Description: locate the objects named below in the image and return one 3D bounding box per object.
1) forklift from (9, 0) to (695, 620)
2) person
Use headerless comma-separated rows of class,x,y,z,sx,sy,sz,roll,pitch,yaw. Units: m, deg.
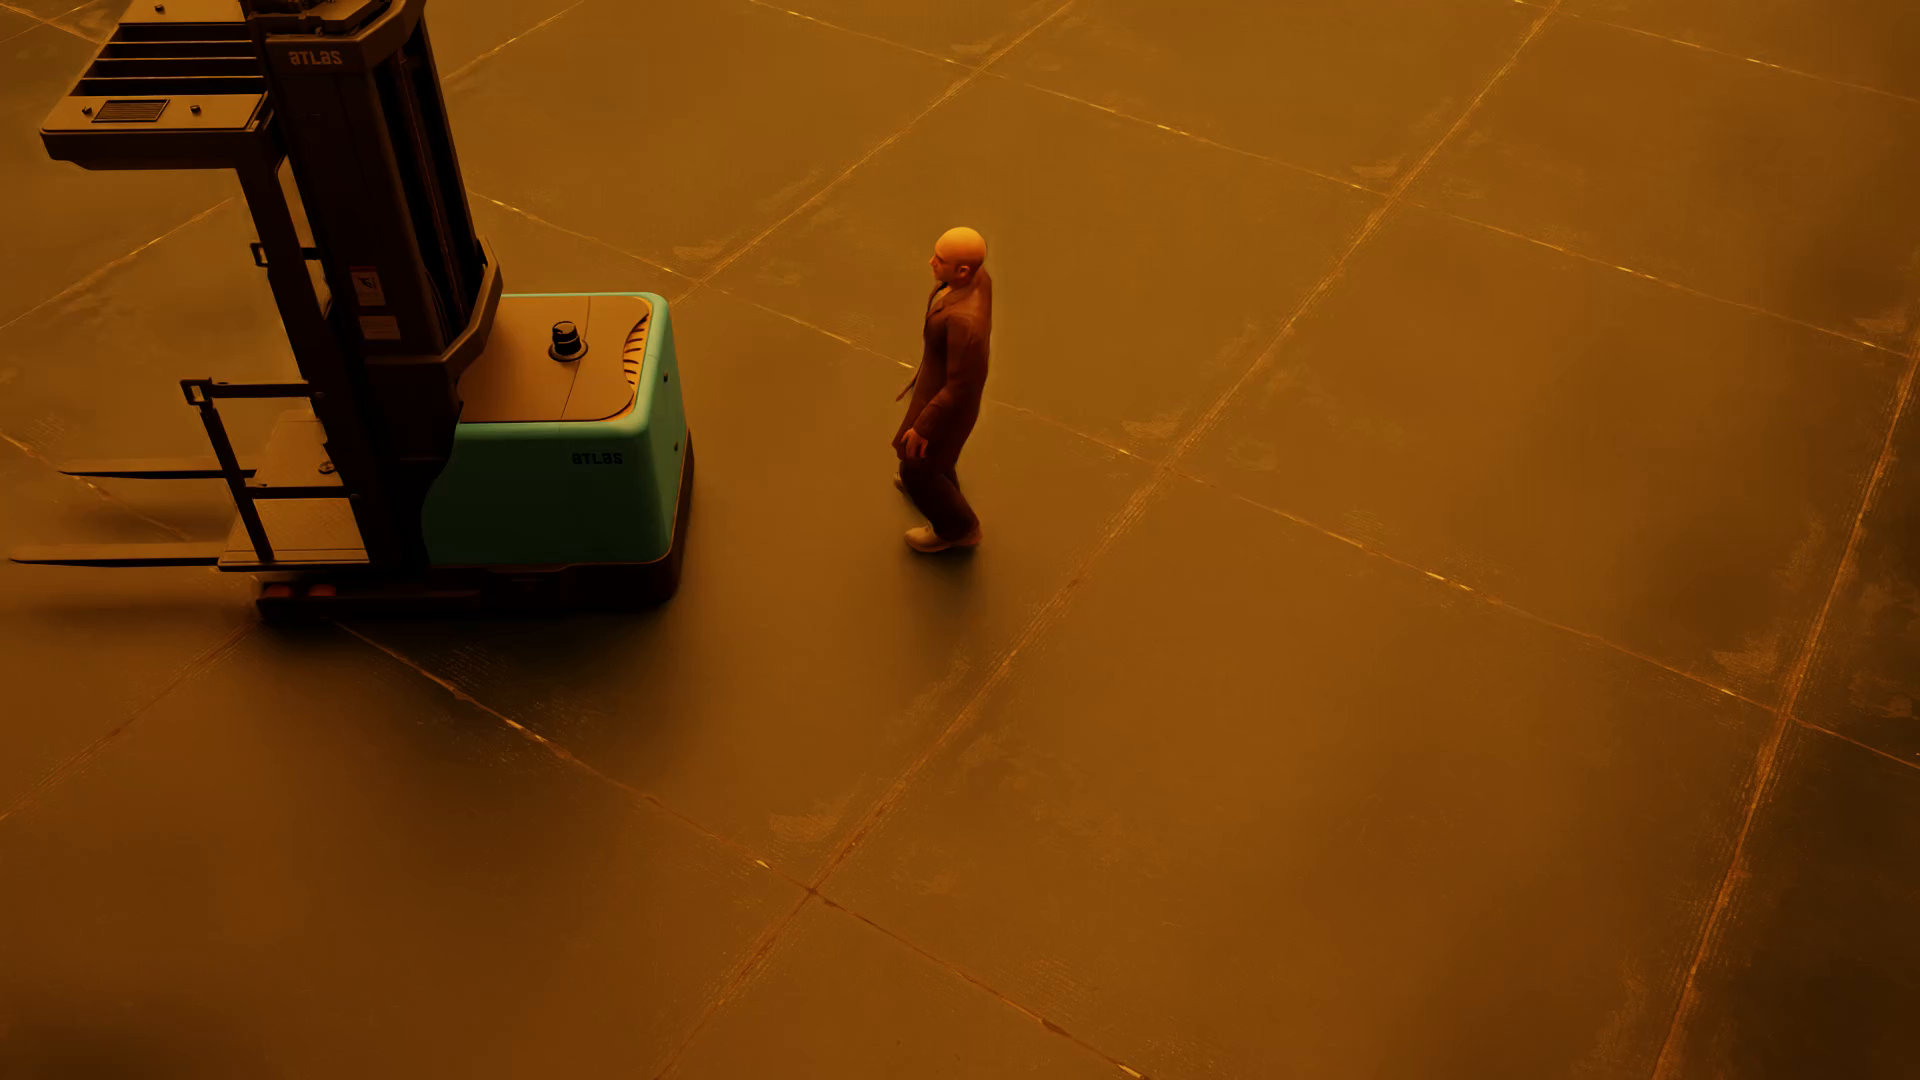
forklift,-2.823,-1.070,6.977,3.031,2.935,1.130,-1,43,-1
person,-0.107,-0.649,7.376,0.487,1.742,0.769,2,44,2
